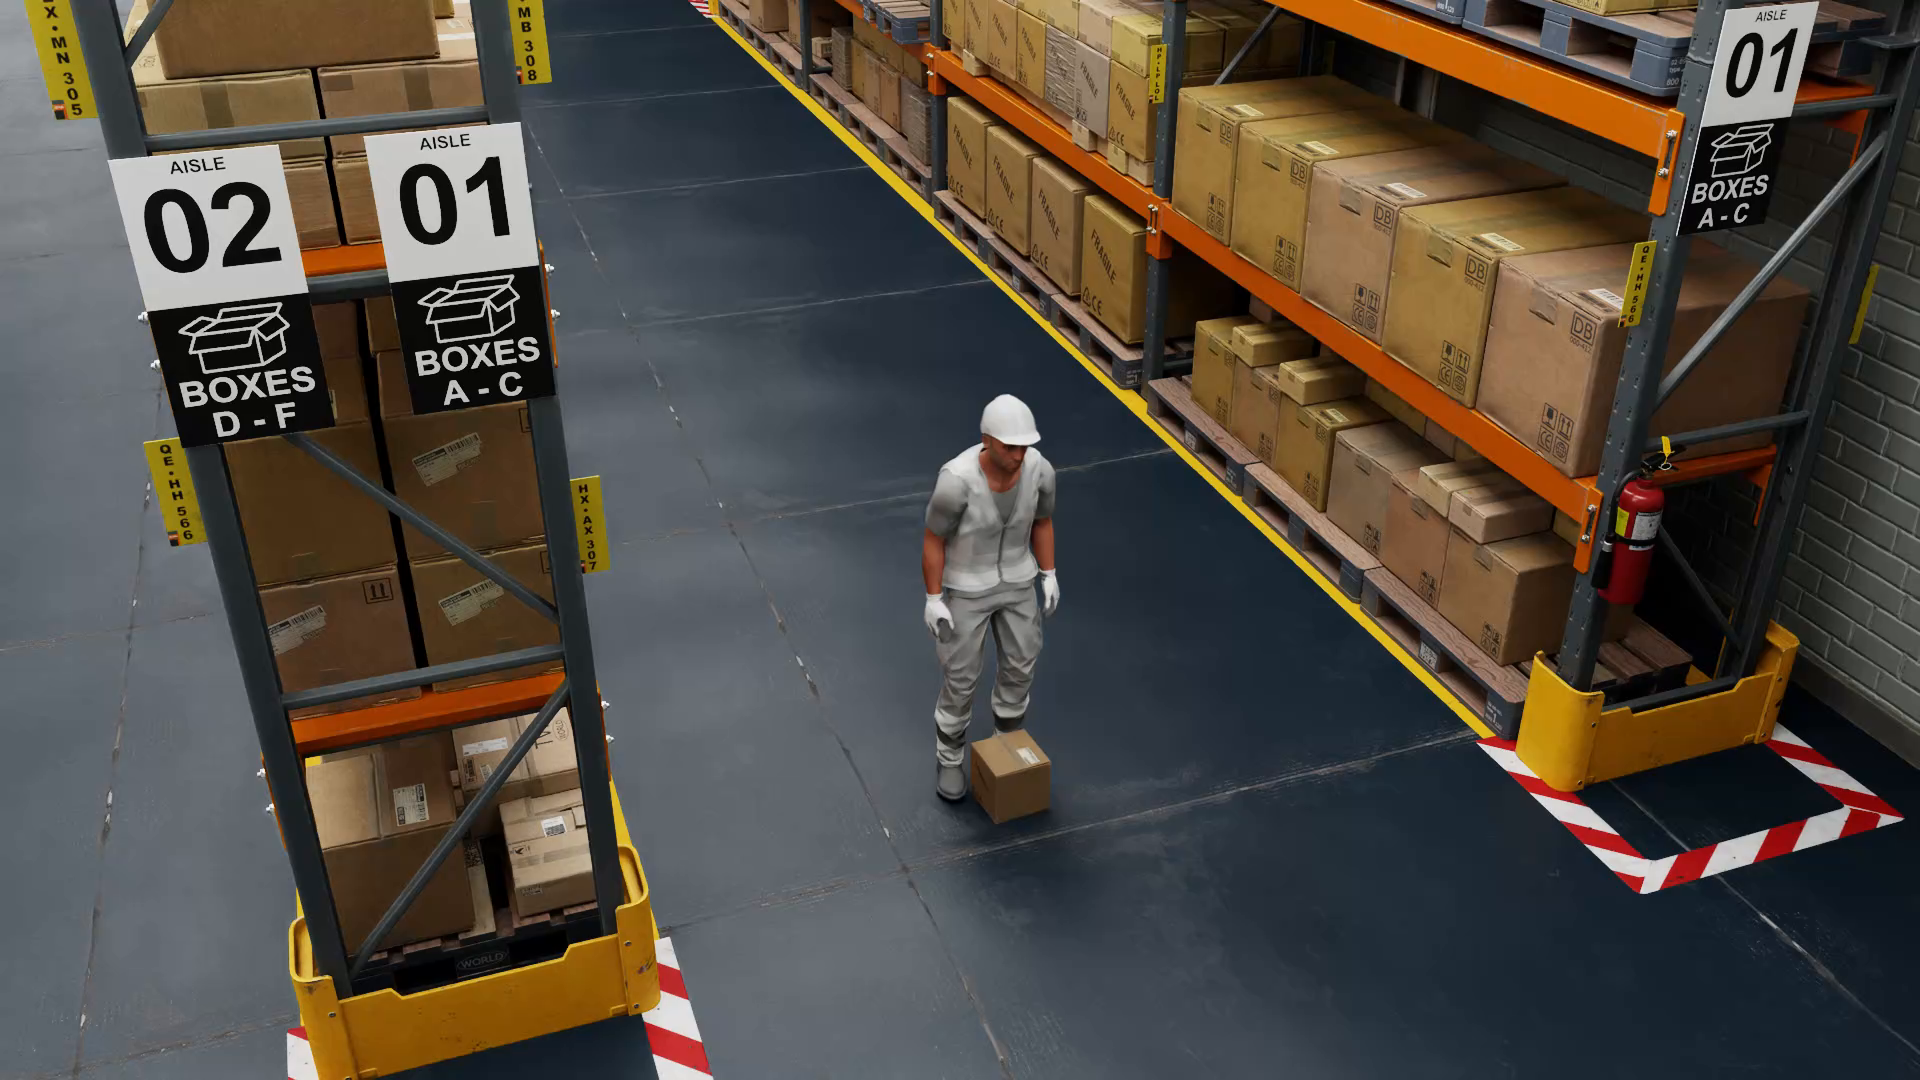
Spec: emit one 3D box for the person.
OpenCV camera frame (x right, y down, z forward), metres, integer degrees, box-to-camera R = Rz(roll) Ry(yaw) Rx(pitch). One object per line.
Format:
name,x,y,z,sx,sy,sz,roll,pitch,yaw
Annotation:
person,0.134,0.216,6.735,0.607,1.777,0.454,-12,32,-20
